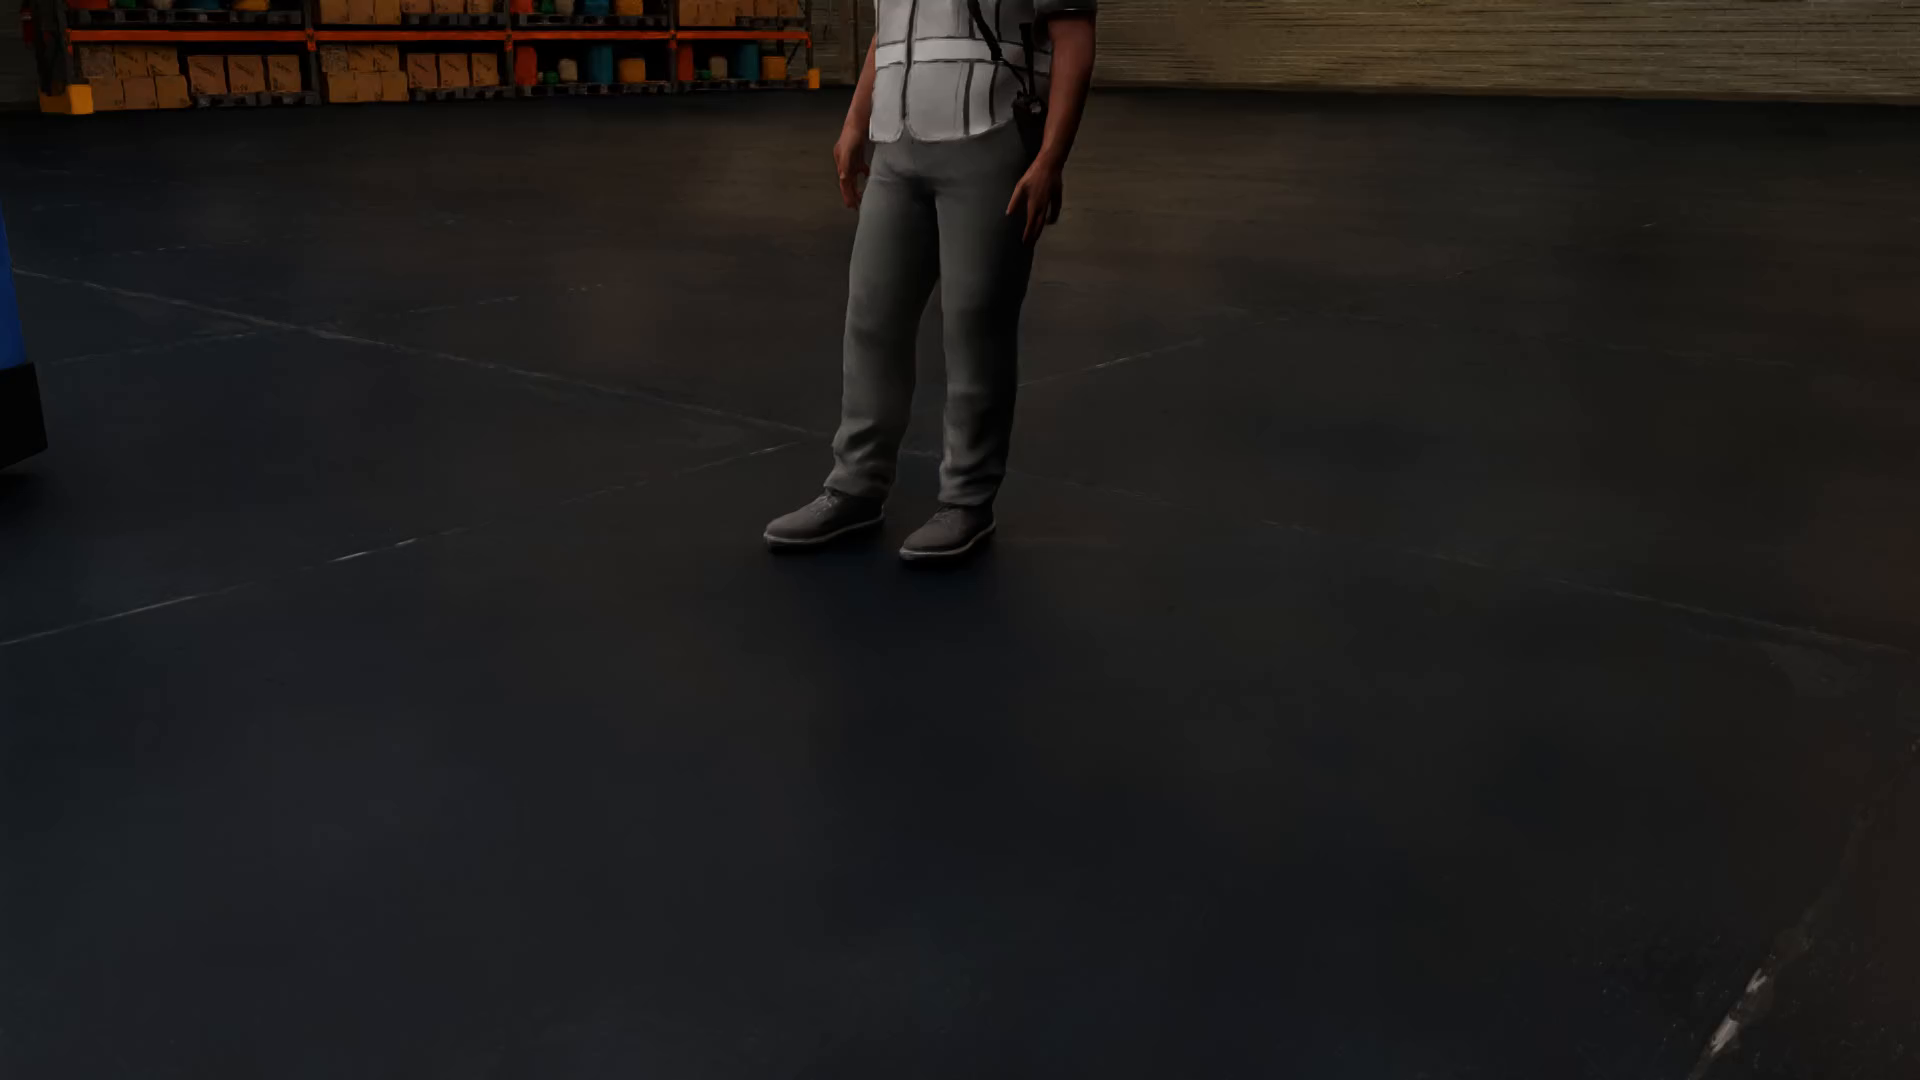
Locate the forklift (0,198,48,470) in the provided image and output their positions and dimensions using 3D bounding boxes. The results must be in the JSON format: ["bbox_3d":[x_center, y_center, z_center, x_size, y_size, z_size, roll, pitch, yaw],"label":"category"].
[{"bbox_3d":[-3.993,-1.459,3.702,3.031,2.935,1.130,0,17,1],"label":"forklift"}]

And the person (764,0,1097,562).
[{"bbox_3d":[-0.059,-0.845,3.631,0.640,1.781,0.574,13,21,37],"label":"person"}]
